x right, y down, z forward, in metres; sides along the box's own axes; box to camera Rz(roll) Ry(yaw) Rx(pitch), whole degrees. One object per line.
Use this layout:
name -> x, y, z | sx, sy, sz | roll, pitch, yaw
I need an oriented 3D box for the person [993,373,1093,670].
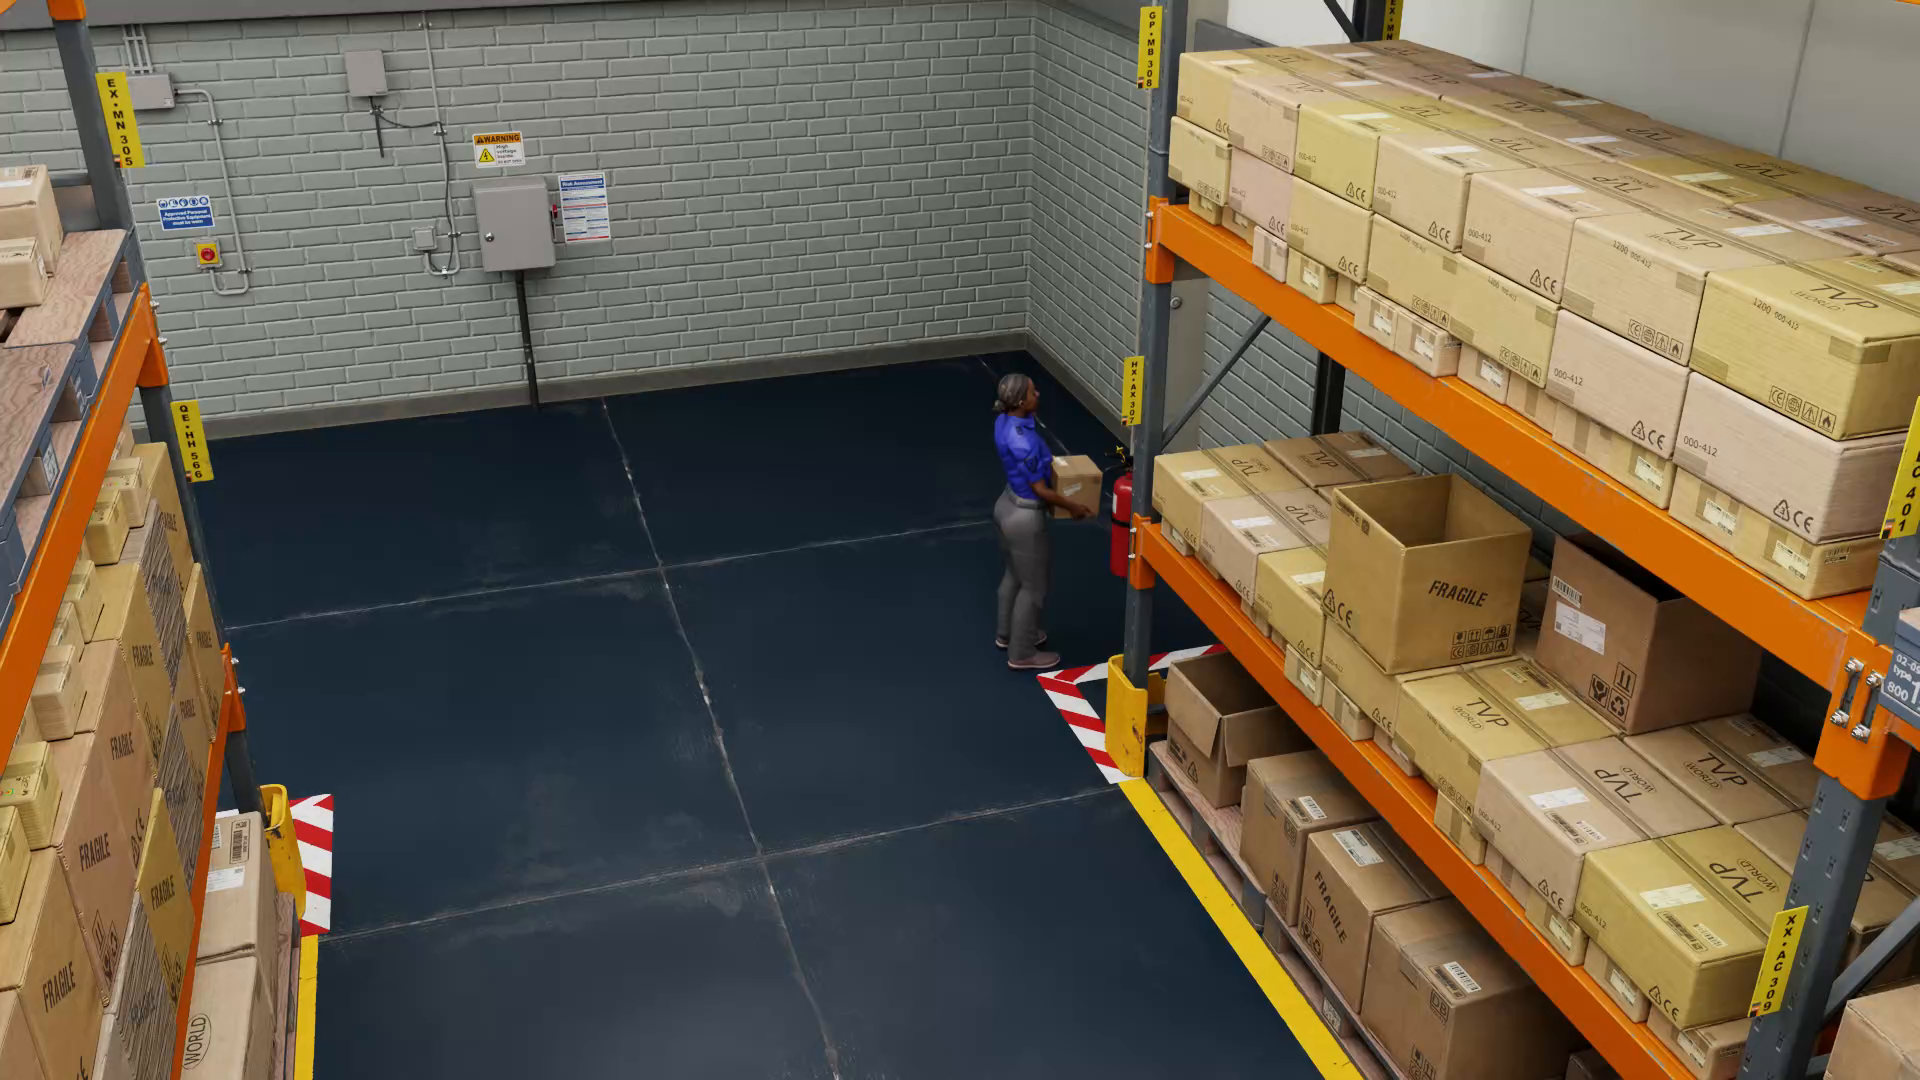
person -> 0.422, -0.116, 8.856 | 0.511, 1.652, 0.454 | -6, 27, -12
